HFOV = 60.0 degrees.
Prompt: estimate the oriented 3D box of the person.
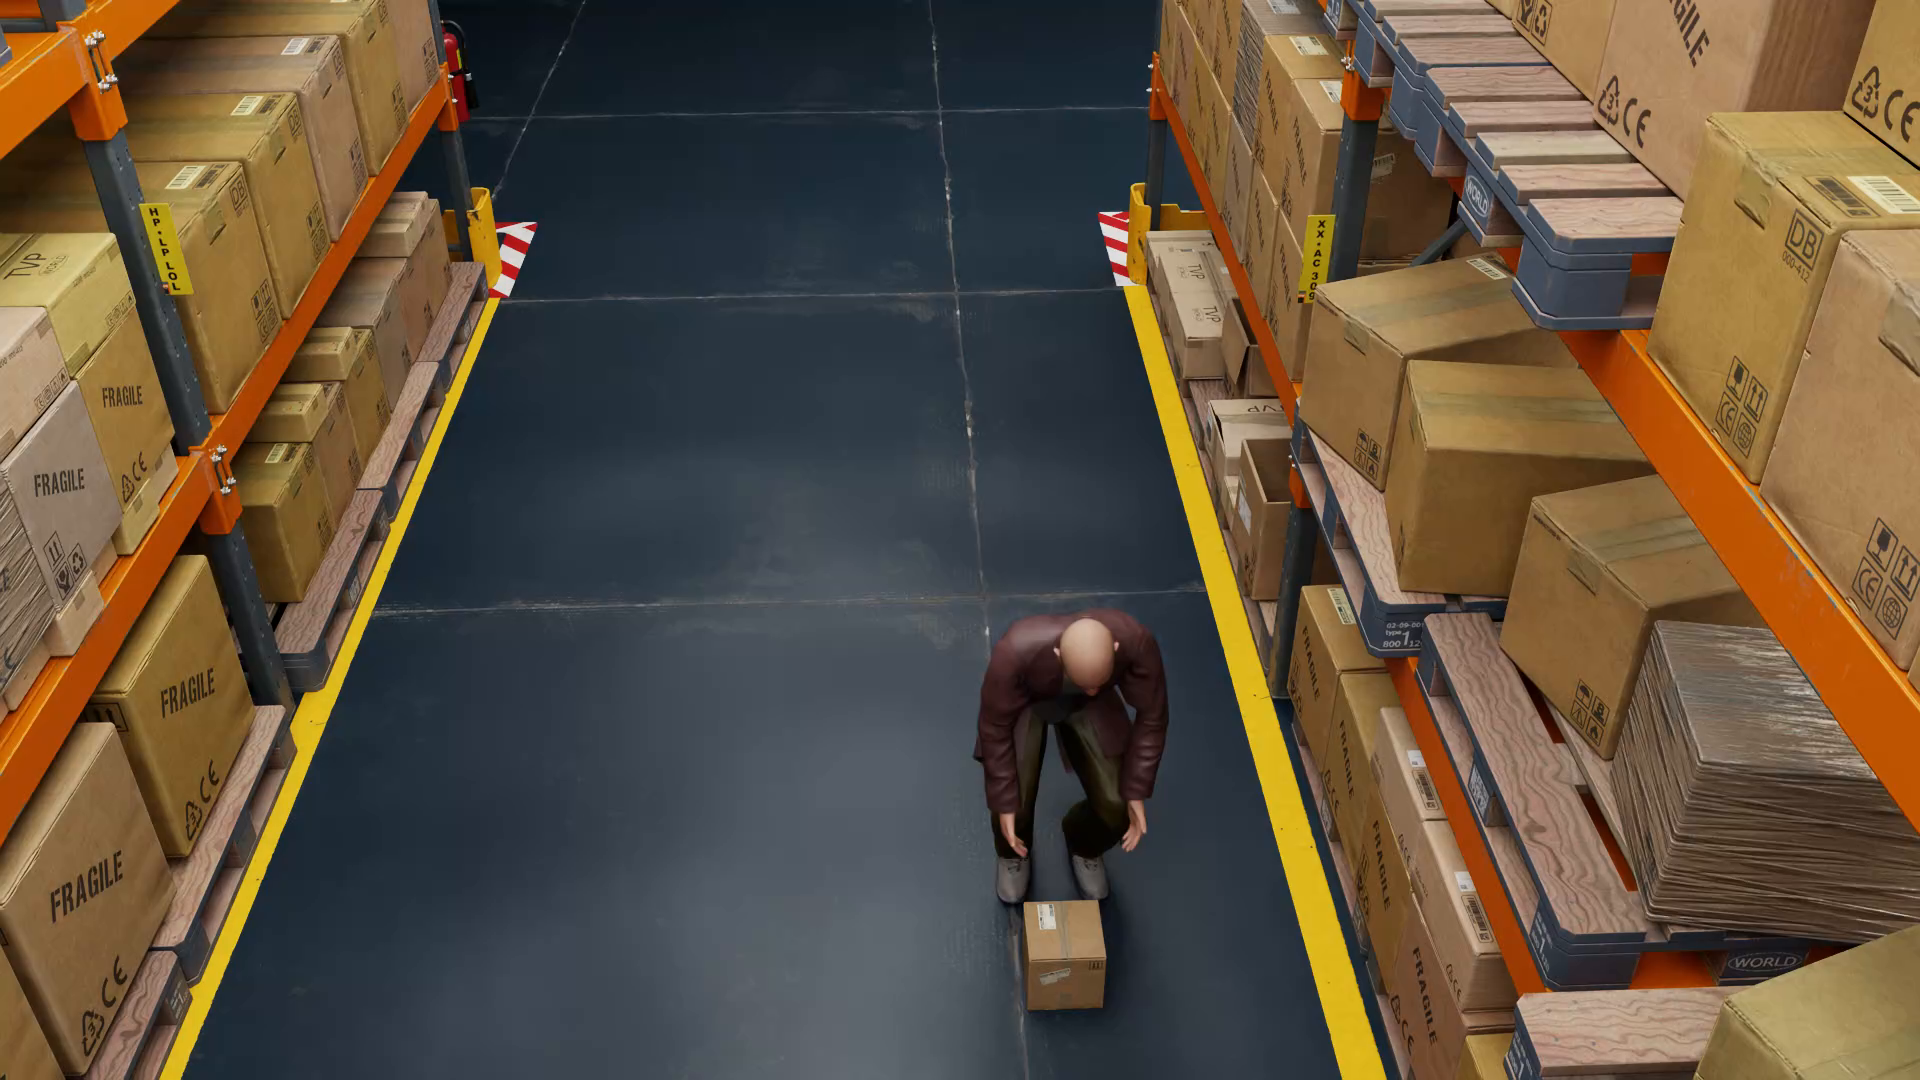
[{"bbox_3d":[0.359,0.659,5.576,0.632,1.363,0.752,-1,35,-2],"label":"person"}]
